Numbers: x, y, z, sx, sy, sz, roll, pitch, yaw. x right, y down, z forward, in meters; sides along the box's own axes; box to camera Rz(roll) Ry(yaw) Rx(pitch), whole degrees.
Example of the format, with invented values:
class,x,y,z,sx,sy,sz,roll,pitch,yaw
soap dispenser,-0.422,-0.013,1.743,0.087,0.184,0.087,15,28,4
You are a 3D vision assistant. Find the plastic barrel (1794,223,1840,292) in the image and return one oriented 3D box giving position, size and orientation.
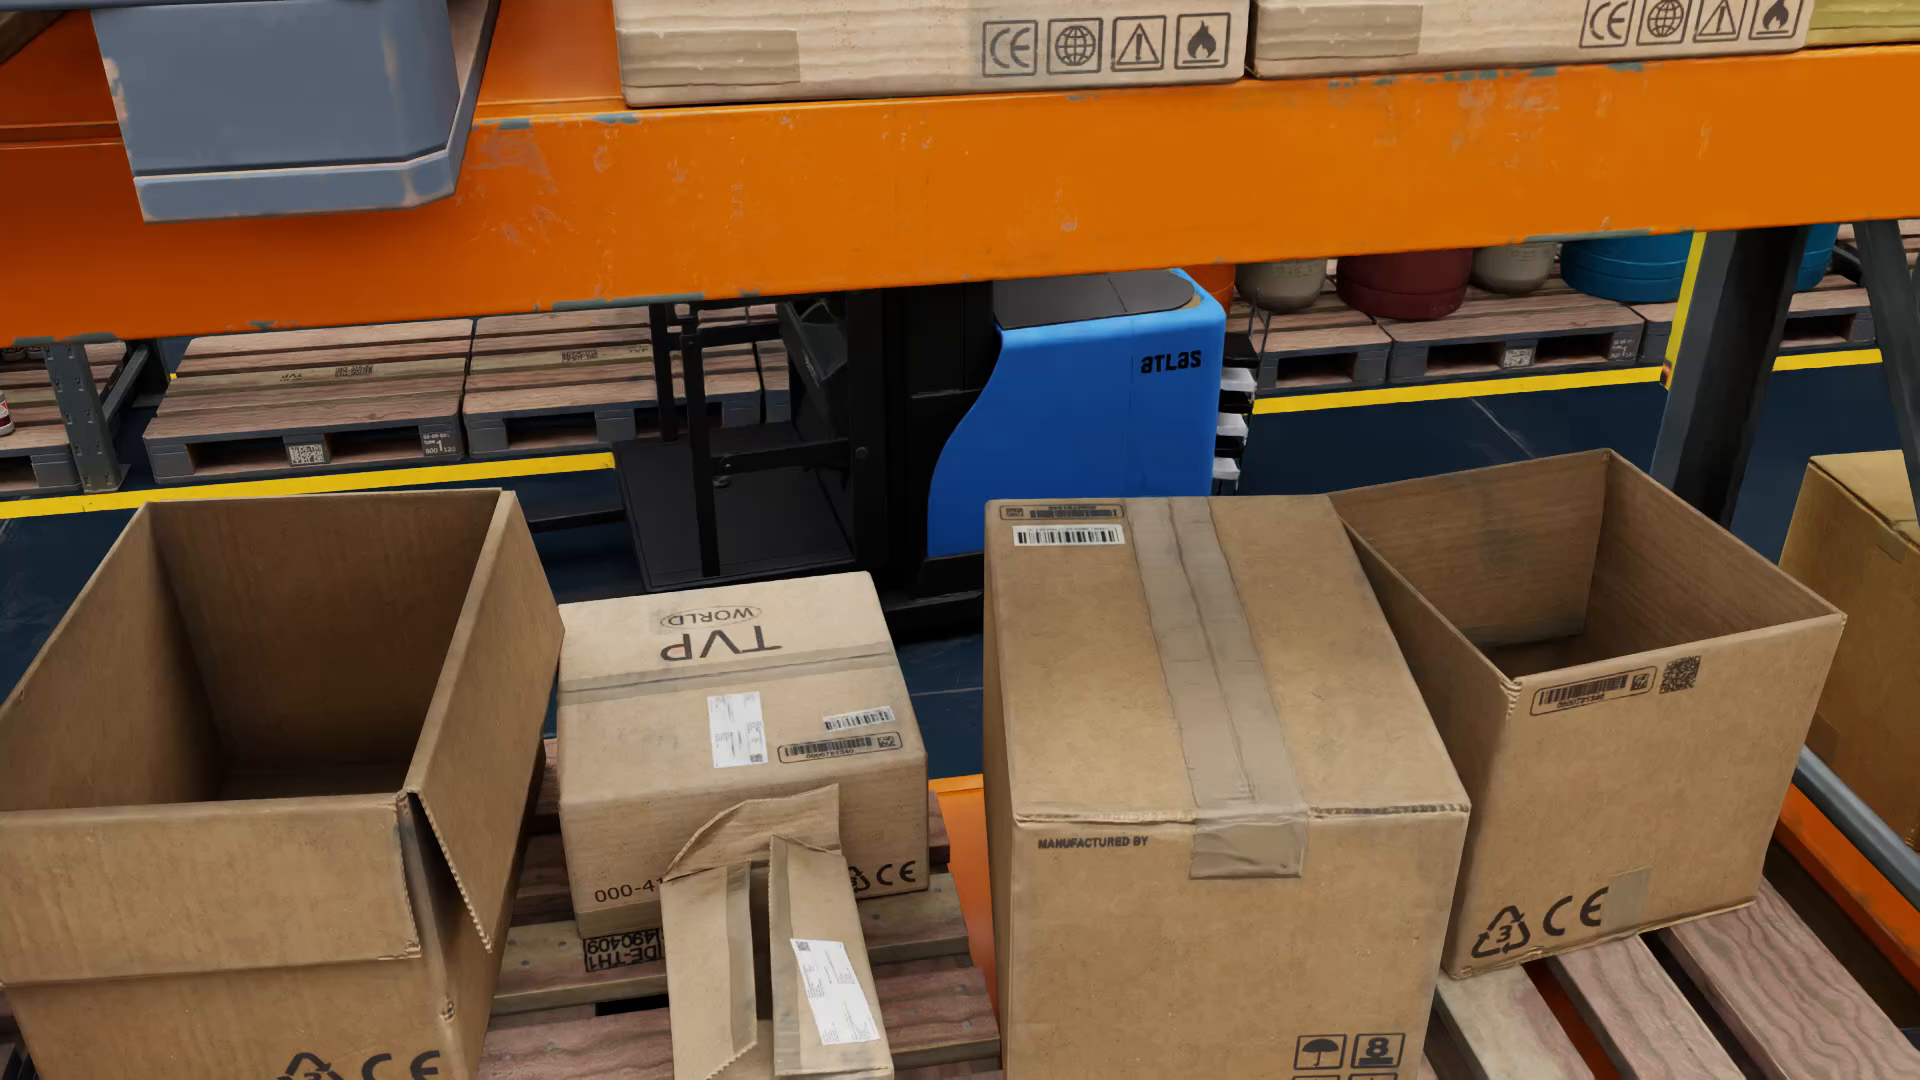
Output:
class,x,y,z,sx,sy,sz,roll,pitch,yaw
plastic barrel,3.856,-1.688,7.818,0.708,0.901,0.600,-5,31,-9

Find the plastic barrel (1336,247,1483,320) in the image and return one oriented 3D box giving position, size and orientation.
class,x,y,z,sx,sy,sz,roll,pitch,yaw
plastic barrel,2.048,-1.386,7.612,0.708,0.588,0.600,-5,31,-9

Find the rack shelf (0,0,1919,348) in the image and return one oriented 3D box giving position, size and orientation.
class,x,y,z,sx,sy,sz,roll,pitch,yaw
rack shelf,-0.616,-0.419,1.753,4.000,0.370,1.077,-5,31,-9

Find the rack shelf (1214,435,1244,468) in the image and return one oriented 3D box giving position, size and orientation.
class,x,y,z,sx,sy,sz,roll,pitch,yaw
rack shelf,0.933,-0.366,6.212,0.200,0.077,0.258,3,30,-5

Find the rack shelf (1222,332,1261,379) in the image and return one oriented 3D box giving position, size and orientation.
class,x,y,z,sx,sy,sz,roll,pitch,yaw
rack shelf,0.964,-0.676,6.031,0.200,0.077,0.258,3,30,-5

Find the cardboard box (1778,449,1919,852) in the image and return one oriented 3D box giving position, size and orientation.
class,x,y,z,sx,sy,sz,roll,pitch,yaw
cardboard box,1.792,0.170,2.903,0.500,0.500,0.500,-4,31,-7

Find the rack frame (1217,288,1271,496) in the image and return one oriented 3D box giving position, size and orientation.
class,x,y,z,sx,sy,sz,roll,pitch,yaw
rack frame,1.045,-0.467,6.159,0.006,0.900,0.240,3,30,-5

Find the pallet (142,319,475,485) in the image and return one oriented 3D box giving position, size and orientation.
class,x,y,z,sx,sy,sz,roll,pitch,yaw
pallet,-2.710,-0.612,7.082,1.213,0.211,1.003,-5,31,-9

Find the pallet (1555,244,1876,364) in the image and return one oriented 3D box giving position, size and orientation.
class,x,y,z,sx,sy,sz,roll,pitch,yaw
pallet,3.627,-1.201,8.085,1.213,0.211,1.003,-5,31,-9

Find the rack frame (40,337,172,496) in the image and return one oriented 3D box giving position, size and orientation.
class,x,y,z,sx,sy,sz,roll,pitch,yaw
rack frame,-3.475,-1.723,6.220,0.127,3.000,1.000,-5,31,-9

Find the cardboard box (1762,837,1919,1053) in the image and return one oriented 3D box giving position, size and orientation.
class,x,y,z,sx,sy,sz,roll,pitch,yaw
cardboard box,2.034,1.064,3.163,0.875,0.875,1.225,-7,31,-11

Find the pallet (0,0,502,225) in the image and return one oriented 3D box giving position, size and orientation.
class,x,y,z,sx,sy,sz,roll,pitch,yaw
pallet,-0.937,-0.565,1.477,1.003,0.211,1.213,-5,31,-9

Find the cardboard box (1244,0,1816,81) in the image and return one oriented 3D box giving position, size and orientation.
class,x,y,z,sx,sy,sz,roll,pitch,yaw
cardboard box,0.442,-0.629,1.549,0.500,0.250,0.500,-5,31,-9

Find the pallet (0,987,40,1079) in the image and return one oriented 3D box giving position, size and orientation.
class,x,y,z,sx,sy,sz,roll,pitch,yaw
pallet,-1.805,0.832,2.065,1.213,0.211,1.003,-5,31,-9

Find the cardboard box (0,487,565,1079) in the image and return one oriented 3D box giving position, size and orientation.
class,x,y,z,sx,sy,sz,roll,pitch,yaw
cardboard box,-0.895,0.317,2.236,0.637,0.503,0.797,-2,31,-4

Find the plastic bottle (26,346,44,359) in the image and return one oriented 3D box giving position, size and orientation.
class,x,y,z,sx,sy,sz,roll,pitch,yaw
plastic bottle,-3.968,-0.886,7.125,0.097,0.201,0.097,0,30,0

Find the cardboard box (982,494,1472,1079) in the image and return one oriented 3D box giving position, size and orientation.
class,x,y,z,sx,sy,sz,roll,pitch,yaw
cardboard box,0.296,0.328,2.221,0.500,0.500,0.700,-1,30,-2

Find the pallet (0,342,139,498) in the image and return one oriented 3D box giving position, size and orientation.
class,x,y,z,sx,sy,sz,roll,pitch,yaw
pallet,-4.144,-0.480,6.858,1.213,0.211,1.003,-5,31,-9

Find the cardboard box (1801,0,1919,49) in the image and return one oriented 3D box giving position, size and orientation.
class,x,y,z,sx,sy,sz,roll,pitch,yaw
cardboard box,0.928,-0.681,1.638,0.500,0.250,0.500,-5,31,-9

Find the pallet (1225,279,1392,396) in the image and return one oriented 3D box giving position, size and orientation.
class,x,y,z,sx,sy,sz,roll,pitch,yaw
pallet,1.227,-0.979,7.706,1.213,0.211,1.003,-5,31,-9

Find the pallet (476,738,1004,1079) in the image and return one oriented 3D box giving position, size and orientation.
class,x,y,z,sx,sy,sz,roll,pitch,yaw
pallet,-0.589,0.665,2.348,1.213,0.211,1.003,-5,31,-9

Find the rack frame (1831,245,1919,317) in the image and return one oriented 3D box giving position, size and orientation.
class,x,y,z,sx,sy,sz,roll,pitch,yaw
rack frame,4.394,-2.453,7.462,0.127,3.000,1.000,-5,31,-9

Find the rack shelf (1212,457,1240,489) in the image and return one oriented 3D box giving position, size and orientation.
class,x,y,z,sx,sy,sz,roll,pitch,yaw
rack shelf,0.926,-0.289,6.257,0.200,0.077,0.258,3,30,-5

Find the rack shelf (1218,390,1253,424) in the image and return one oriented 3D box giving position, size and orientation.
class,x,y,z,sx,sy,sz,roll,pitch,yaw
rack shelf,0.949,-0.521,6.122,0.200,0.077,0.258,3,30,-5

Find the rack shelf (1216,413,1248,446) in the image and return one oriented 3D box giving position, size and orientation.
class,x,y,z,sx,sy,sz,roll,pitch,yaw
rack shelf,0.941,-0.444,6.167,0.200,0.077,0.258,3,30,-5

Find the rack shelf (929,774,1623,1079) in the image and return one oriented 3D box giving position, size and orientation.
class,x,y,z,sx,sy,sz,roll,pitch,yaw
rack shelf,-0.616,0.874,2.514,4.000,0.370,1.077,-5,31,-9

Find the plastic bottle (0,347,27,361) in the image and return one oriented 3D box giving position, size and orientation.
class,x,y,z,sx,sy,sz,roll,pitch,yaw
plastic bottle,-4.068,-0.877,7.109,0.097,0.201,0.097,0,30,0

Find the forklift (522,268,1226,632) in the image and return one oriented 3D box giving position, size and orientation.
class,x,y,z,sx,sy,sz,roll,pitch,yaw
forklift,-0.685,-1.120,5.264,3.031,2.935,1.130,-8,31,-14

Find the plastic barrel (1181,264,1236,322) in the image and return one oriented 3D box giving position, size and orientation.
class,x,y,z,sx,sy,sz,roll,pitch,yaw
plastic barrel,0.937,-1.387,7.375,0.708,0.830,0.600,-5,31,-9

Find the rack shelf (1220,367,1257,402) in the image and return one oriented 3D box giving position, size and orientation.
class,x,y,z,sx,sy,sz,roll,pitch,yaw
rack shelf,0.956,-0.598,6.077,0.200,0.077,0.258,3,30,-5

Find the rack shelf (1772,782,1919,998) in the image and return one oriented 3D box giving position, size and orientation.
class,x,y,z,sx,sy,sz,roll,pitch,yaw
rack shelf,3.319,0.509,3.135,4.000,0.370,1.077,-5,31,-9

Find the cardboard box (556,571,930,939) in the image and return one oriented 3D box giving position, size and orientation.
class,x,y,z,sx,sy,sz,roll,pitch,yaw
cardboard box,-0.339,0.304,2.508,0.500,0.250,0.500,-6,31,-10

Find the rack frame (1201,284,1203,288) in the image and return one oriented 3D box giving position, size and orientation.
class,x,y,z,sx,sy,sz,roll,pitch,yaw
rack frame,0.843,-0.477,6.141,0.006,0.900,0.240,3,30,-5

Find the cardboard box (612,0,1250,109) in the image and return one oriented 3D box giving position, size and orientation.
class,x,y,z,sx,sy,sz,roll,pitch,yaw
cardboard box,-0.052,-0.585,1.473,0.500,0.250,0.500,-4,31,-8

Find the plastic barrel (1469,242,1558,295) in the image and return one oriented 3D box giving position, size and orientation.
class,x,y,z,sx,sy,sz,roll,pitch,yaw
plastic barrel,2.587,-1.449,7.795,0.421,0.512,0.421,0,30,0

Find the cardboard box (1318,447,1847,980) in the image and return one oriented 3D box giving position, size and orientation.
class,x,y,z,sx,sy,sz,roll,pitch,yaw
cardboard box,0.827,0.227,2.392,0.500,0.500,0.500,-9,32,-15

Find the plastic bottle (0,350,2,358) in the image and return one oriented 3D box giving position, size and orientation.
class,x,y,z,sx,sy,sz,roll,pitch,yaw
plastic bottle,-4.181,-0.885,7.048,0.135,0.276,0.152,-4,31,-7

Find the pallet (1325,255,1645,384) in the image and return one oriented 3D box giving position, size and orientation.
class,x,y,z,sx,sy,sz,roll,pitch,yaw
pallet,2.425,-1.088,7.892,1.213,0.211,1.003,-5,31,-9

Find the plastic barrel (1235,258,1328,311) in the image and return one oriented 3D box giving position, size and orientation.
class,x,y,z,sx,sy,sz,roll,pitch,yaw
plastic barrel,1.477,-1.346,7.619,0.421,0.512,0.421,0,30,0

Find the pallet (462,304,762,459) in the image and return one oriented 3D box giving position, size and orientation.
class,x,y,z,sx,sy,sz,roll,pitch,yaw
pallet,-1.507,-0.725,7.274,1.213,0.211,1.003,-5,31,-9

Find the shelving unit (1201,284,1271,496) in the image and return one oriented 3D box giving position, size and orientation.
class,x,y,z,sx,sy,sz,roll,pitch,yaw
shelving unit,0.944,-0.472,6.150,0.210,0.900,0.258,3,30,-5

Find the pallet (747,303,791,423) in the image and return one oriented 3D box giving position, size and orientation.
class,x,y,z,sx,sy,sz,roll,pitch,yaw
pallet,-0.310,-0.834,7.461,1.213,0.211,1.003,-5,31,-9

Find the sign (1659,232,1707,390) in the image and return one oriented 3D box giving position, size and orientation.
class,x,y,z,sx,sy,sz,roll,pitch,yaw
sign,1.248,-0.394,2.818,0.005,0.325,0.100,-5,31,-9

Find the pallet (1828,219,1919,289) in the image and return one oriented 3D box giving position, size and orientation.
class,x,y,z,sx,sy,sz,roll,pitch,yaw
pallet,5.110,-1.337,8.316,1.213,0.211,1.003,-5,31,-9

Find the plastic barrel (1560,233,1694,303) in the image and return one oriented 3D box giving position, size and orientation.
class,x,y,z,sx,sy,sz,roll,pitch,yaw
plastic barrel,3.159,-1.624,7.708,0.708,0.901,0.600,-5,31,-9

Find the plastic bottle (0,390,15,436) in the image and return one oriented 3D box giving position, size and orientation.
class,x,y,z,sx,sy,sz,roll,pitch,yaw
plastic bottle,-3.776,-0.518,6.498,0.097,0.201,0.097,0,30,0

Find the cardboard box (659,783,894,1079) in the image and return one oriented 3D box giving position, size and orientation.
class,x,y,z,sx,sy,sz,roll,pitch,yaw
cardboard box,-0.240,0.545,2.081,0.258,0.266,0.396,-6,31,-10

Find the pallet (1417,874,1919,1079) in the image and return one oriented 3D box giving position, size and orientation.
class,x,y,z,sx,sy,sz,roll,pitch,yaw
pallet,0.669,0.582,2.489,1.003,0.211,1.213,-5,31,-9
